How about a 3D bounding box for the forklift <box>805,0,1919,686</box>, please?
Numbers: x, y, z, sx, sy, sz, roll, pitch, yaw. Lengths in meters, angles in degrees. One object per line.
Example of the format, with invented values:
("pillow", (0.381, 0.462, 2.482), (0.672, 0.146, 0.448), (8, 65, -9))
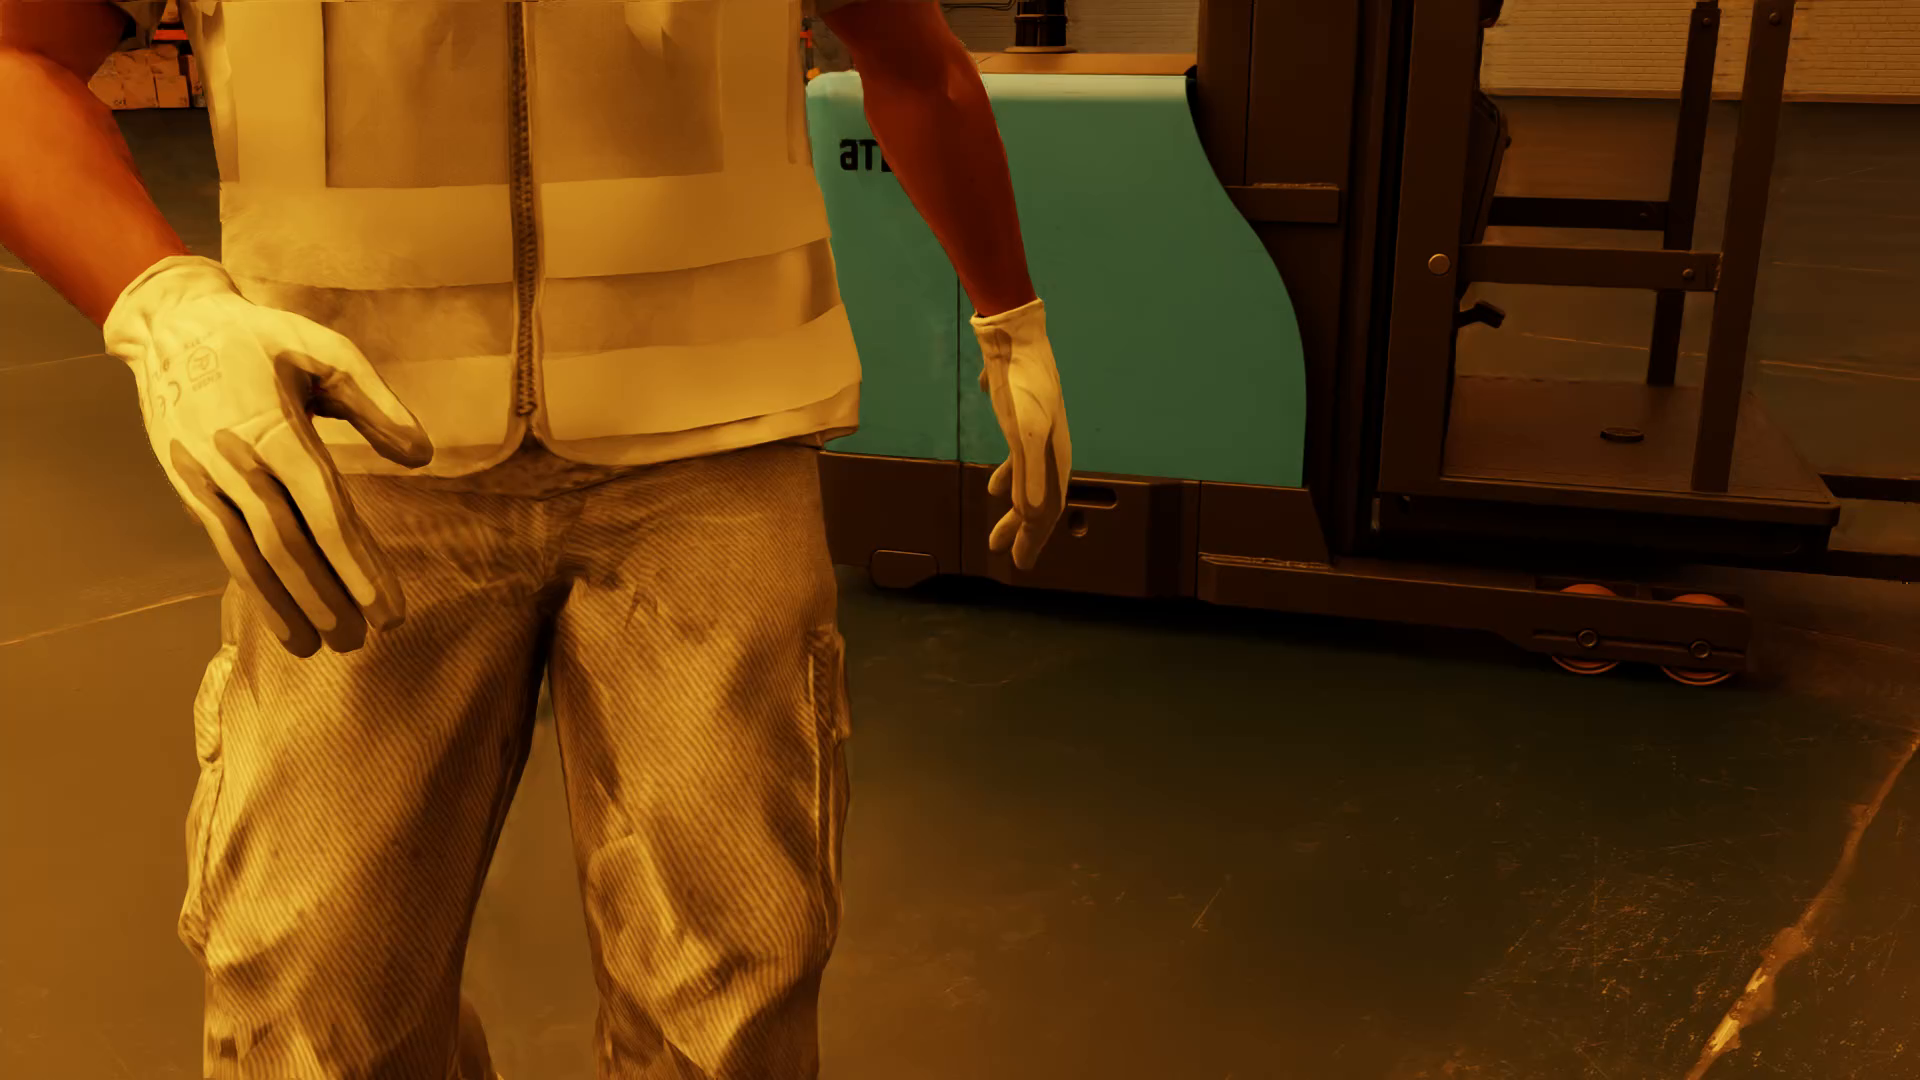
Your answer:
("forklift", (1.242, -1.307, 3.201), (3.031, 2.935, 1.130), (5, 18, 16))
